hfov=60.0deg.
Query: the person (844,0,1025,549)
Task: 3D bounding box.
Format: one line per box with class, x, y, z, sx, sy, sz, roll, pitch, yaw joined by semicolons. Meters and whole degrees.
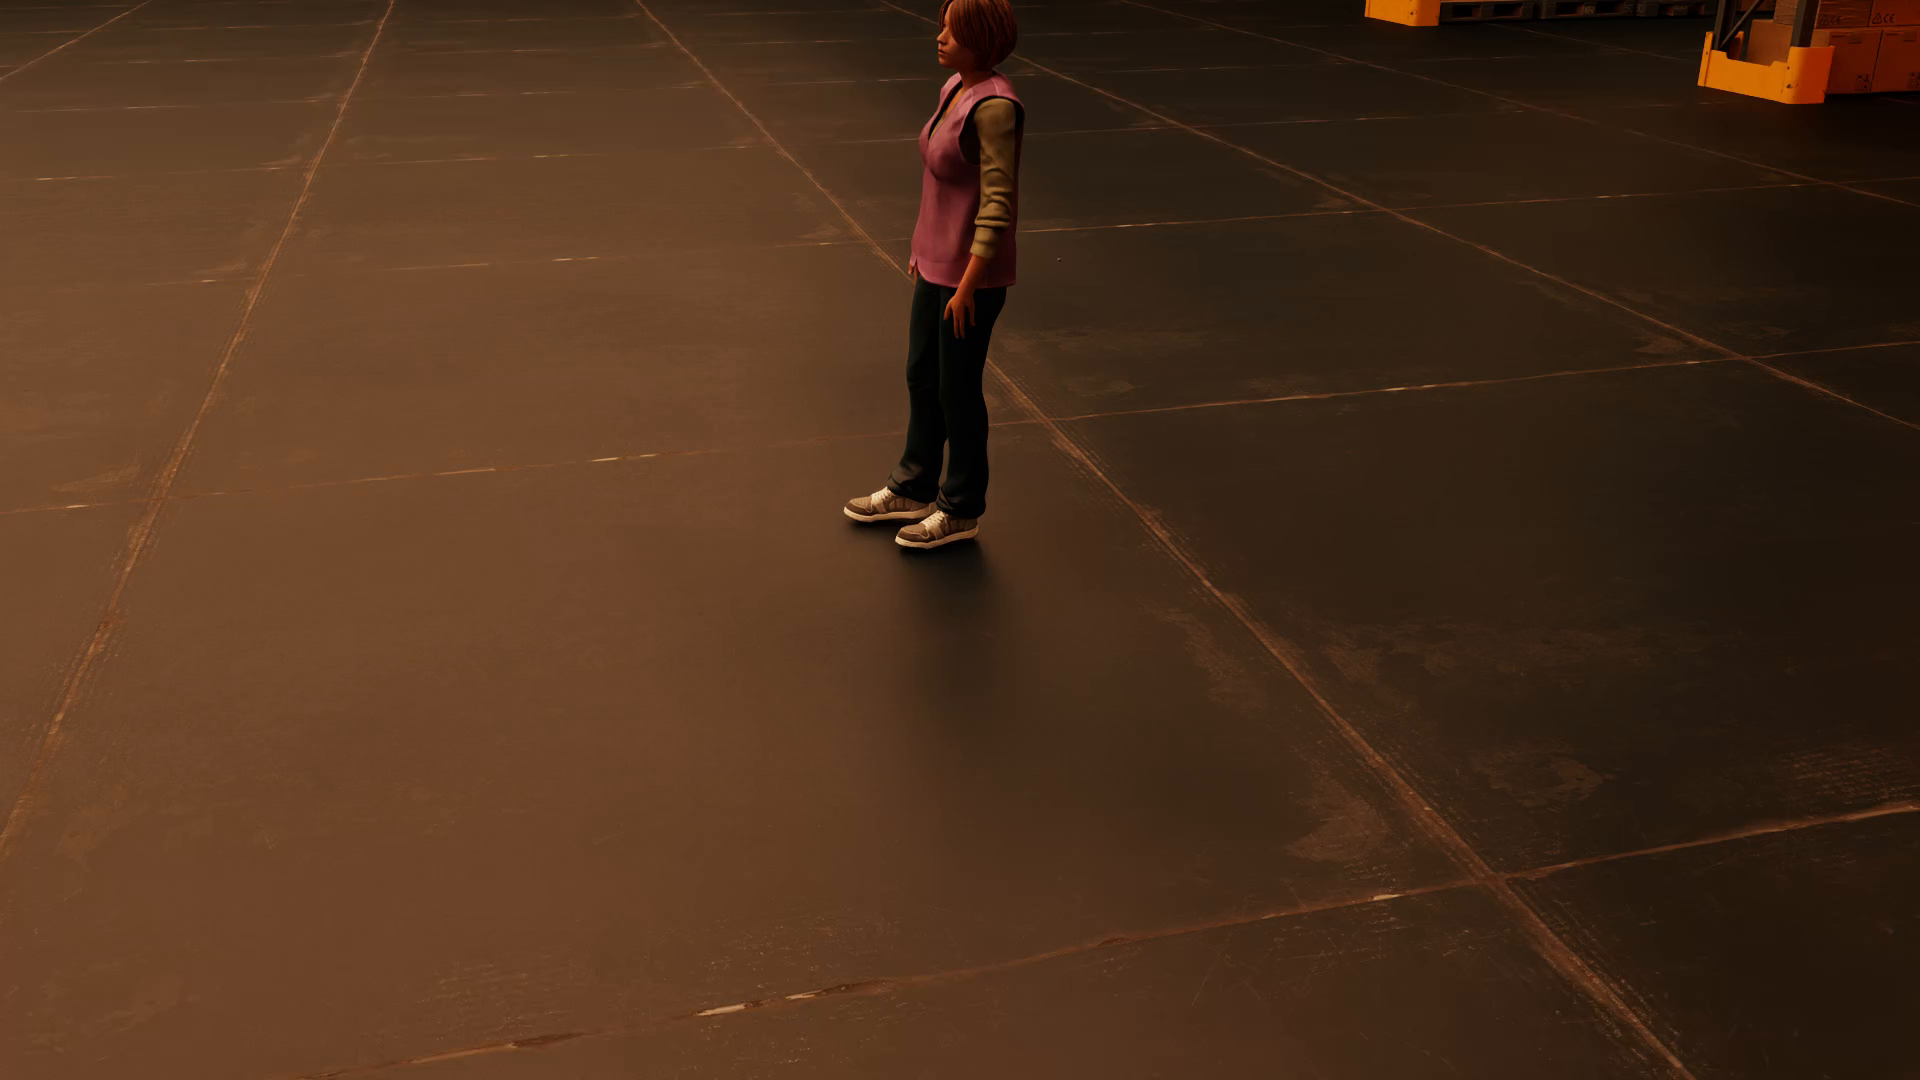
person;-0.076;-0.740;4.732;0.473;1.599;0.520;-6;24;-14
